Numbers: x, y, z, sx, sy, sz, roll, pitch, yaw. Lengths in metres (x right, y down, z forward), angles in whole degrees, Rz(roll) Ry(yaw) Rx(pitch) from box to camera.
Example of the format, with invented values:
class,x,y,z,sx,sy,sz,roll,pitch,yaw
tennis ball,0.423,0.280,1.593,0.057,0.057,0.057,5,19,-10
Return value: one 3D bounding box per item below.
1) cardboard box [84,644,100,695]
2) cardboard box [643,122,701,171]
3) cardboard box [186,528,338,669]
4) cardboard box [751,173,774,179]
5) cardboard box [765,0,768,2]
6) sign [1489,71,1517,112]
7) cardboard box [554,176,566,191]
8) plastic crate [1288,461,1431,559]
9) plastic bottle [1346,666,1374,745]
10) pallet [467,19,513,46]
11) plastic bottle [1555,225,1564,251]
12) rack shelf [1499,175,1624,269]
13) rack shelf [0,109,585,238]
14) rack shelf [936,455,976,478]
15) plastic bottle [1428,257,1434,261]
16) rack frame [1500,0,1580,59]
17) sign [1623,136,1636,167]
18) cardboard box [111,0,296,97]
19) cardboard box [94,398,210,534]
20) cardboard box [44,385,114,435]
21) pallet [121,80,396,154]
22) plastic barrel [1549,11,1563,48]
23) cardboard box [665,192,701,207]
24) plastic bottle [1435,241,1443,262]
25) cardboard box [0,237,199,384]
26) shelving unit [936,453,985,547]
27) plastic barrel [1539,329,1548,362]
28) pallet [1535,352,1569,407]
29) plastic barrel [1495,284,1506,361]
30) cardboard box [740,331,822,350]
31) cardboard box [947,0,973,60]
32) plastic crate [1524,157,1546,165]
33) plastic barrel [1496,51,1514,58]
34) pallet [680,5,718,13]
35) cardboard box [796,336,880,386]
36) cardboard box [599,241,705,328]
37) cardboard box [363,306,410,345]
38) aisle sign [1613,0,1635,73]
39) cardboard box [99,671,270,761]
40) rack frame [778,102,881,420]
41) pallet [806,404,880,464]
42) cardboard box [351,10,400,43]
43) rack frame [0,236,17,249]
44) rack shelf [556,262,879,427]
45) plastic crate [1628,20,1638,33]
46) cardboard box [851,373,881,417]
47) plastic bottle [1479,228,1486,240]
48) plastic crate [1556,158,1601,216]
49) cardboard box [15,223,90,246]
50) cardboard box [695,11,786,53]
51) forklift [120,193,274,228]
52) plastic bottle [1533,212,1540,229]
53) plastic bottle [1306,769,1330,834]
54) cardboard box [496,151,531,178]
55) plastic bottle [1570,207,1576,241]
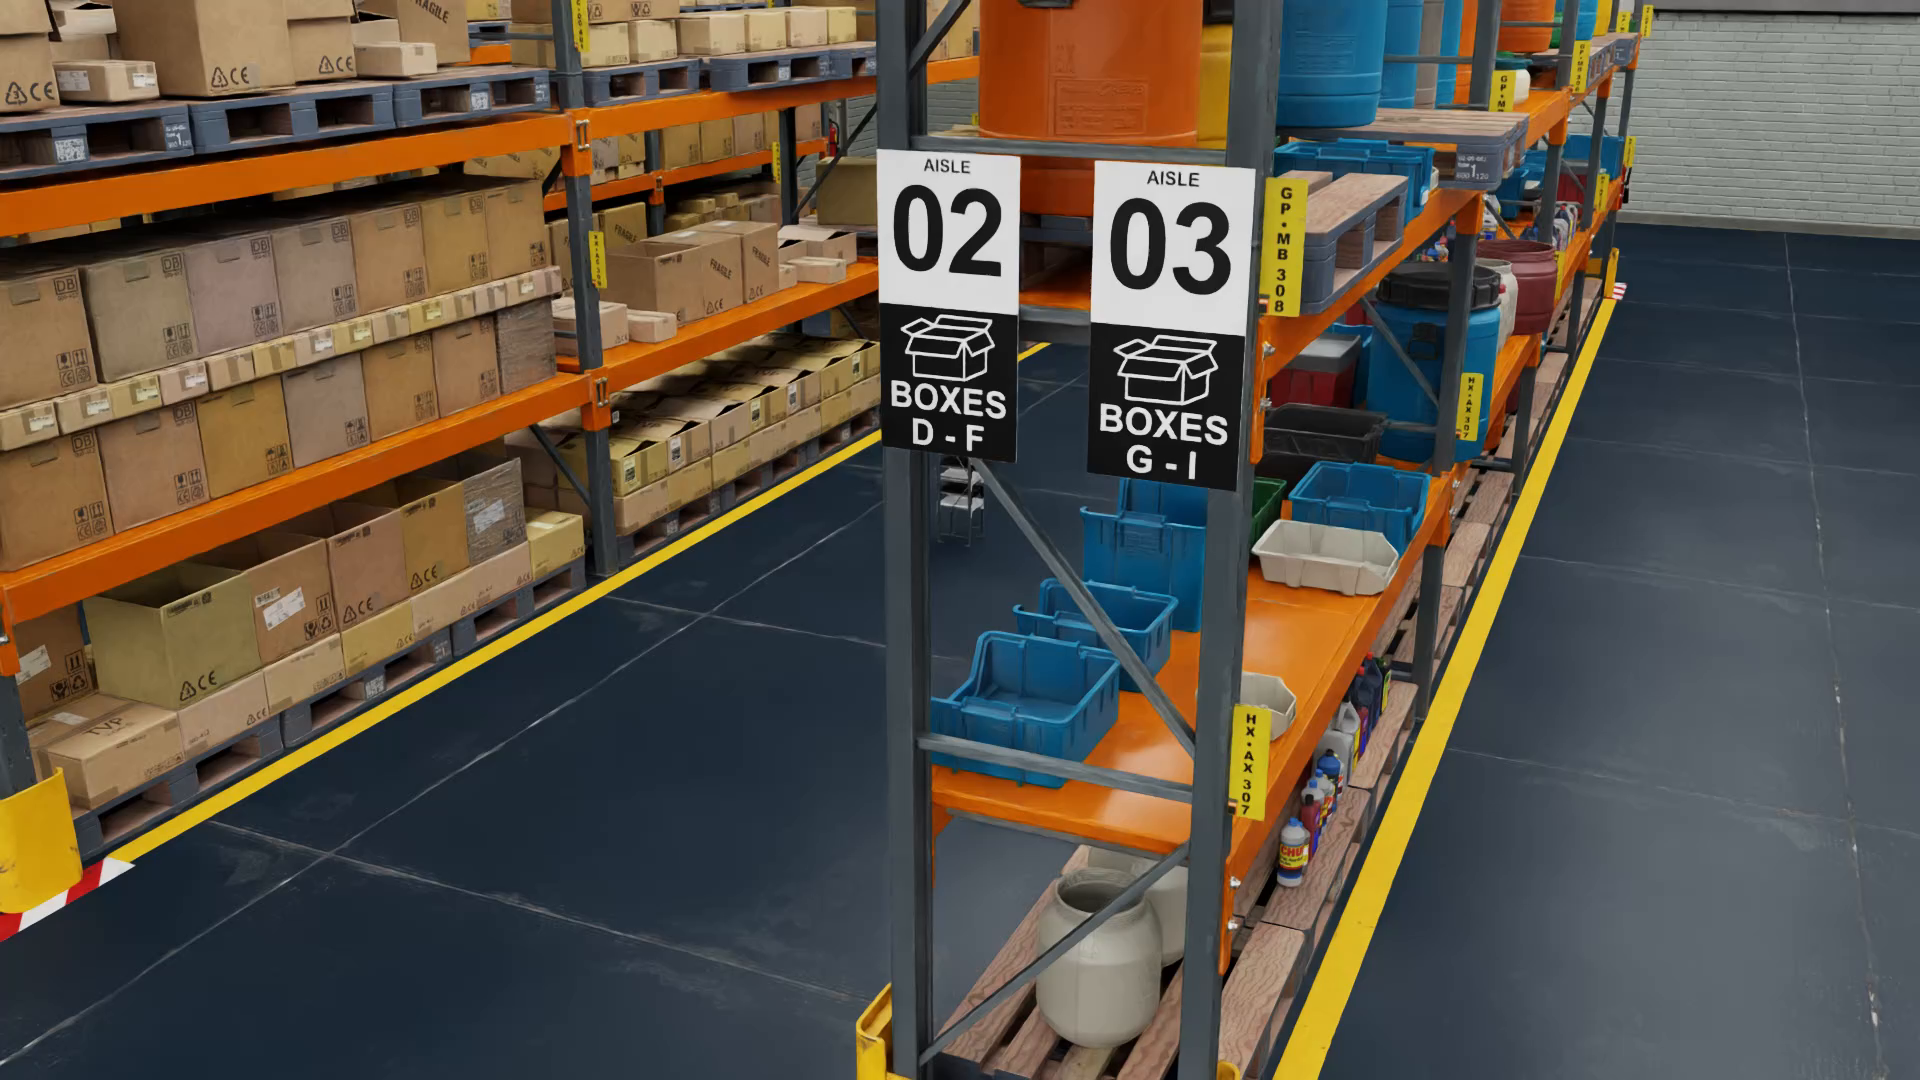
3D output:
class,x,y,z,sx,sy,sz,roll,pitch,yaw
cardboard box,-4.105,0.703,7.992,0.500,0.250,0.500,9,21,23
cardboard box,-3.619,-4.687,19.225,0.980,0.700,0.700,9,21,24
cardboard box,-3.430,0.268,8.097,0.500,0.500,0.500,9,21,23
cardboard box,-2.545,-4.769,22.038,0.380,0.149,0.250,9,21,23
cardboard box,-2.488,-6.773,20.509,0.500,0.250,0.500,8,21,21
sign,2.404,-1.916,7.390,0.100,0.325,0.005,9,21,23
cardboard box,-4.296,-3.749,17.379,0.380,0.149,0.250,8,21,21
plastic crate,1.701,-0.132,7.085,0.499,0.251,0.616,9,21,23
plastic bottle,1.827,0.758,7.657,0.144,0.351,0.185,7,21,20
pallet,-4.823,-5.030,16.442,1.003,0.211,1.213,10,22,25
plastic bottle,4.810,-2.422,13.488,0.152,0.276,0.135,9,21,23
rack shelf,6.001,-3.296,16.833,1.077,0.370,4.000,9,21,23
rack shelf,-3.430,-1.721,7.929,1.077,0.370,4.000,9,21,23
rack shelf,0.003,-0.480,10.806,0.258,0.077,0.200,9,21,23
plastic bottle,3.519,-2.022,12.474,0.097,0.201,0.097,0,20,0
rack frame,3.544,-4.627,10.549,1.000,3.000,0.127,9,21,23
sign,7.329,-4.252,18.206,0.100,0.325,0.005,9,21,23
cardboard box,-3.320,-2.230,7.301,0.500,0.500,0.500,9,21,23
cardboard box,-3.836,-0.385,7.425,0.700,0.500,0.500,9,22,24
cardboard box,-3.786,-0.560,6.949,0.380,0.149,0.250,8,21,21
pallet,-3.438,-1.994,7.755,1.003,0.211,1.213,9,21,23
plastic barrel,4.188,-3.631,11.830,0.294,0.245,0.294,0,20,0
cardboard box,-3.375,-4.148,20.291,0.380,0.149,0.250,8,21,21
plastic bottle,3.639,-2.144,12.714,0.097,0.271,0.097,0,20,0
cardboard box,-3.814,-1.013,7.254,0.700,0.500,0.500,8,21,21
shelving unit,0.003,-0.426,10.825,0.258,0.900,0.210,9,21,23
plastic barrel,4.944,-2.068,14.813,0.600,0.901,0.708,9,21,23
pallet,4.828,-1.479,14.813,1.003,0.211,1.213,9,21,23
plastic barrel,2.976,-1.261,9.834,0.433,0.535,0.433,0,20,0
cardboard box,-1.455,-1.528,13.428,0.500,0.311,0.500,9,22,25
cardboard box,-0.403,-4.394,14.223,0.910,0.500,0.500,9,21,23
plastic crate,6.149,-3.964,17.798,0.416,0.233,0.300,9,21,23
plastic barrel,3.490,-3.058,10.846,0.294,0.245,0.294,0,20,0
pallet,-3.511,-6.003,19.027,1.003,0.211,1.213,9,21,23
cardboard box,-0.963,-1.454,13.220,0.500,0.311,0.500,9,22,24
cardboard box,-2.066,-1.699,11.121,0.500,0.500,0.500,10,22,27
cardboard box,-3.048,-1.111,8.498,0.380,0.149,0.250,9,22,24
aisle sign,7.117,-5.453,17.944,0.394,0.787,0.004,9,21,23
cardboard box,-3.625,0.775,7.789,0.500,0.250,0.500,9,21,23
rack frame,-0.973,-2.481,13.469,1.000,3.000,0.127,9,21,23
pallet,-1.346,-0.921,13.244,1.003,0.211,1.213,9,21,23
cardboard box,-3.279,-2.611,8.654,0.500,0.311,0.500,7,21,20
rack frame,-7.132,-1.937,11.939,1.000,3.000,0.127,9,21,23
rack shelf,-1.792,-1.531,11.870,1.077,0.370,4.000,9,21,23
plastic crate,6.677,-5.219,17.006,0.450,0.188,0.336,9,21,23
cardboard box,-0.966,-1.189,13.313,0.500,0.250,0.500,9,22,24
plastic bottle,4.293,-2.475,13.748,0.097,0.201,0.097,0,20,0
plastic crate,5.777,-3.320,15.643,0.402,0.464,0.583,9,21,23
cardboard box,-6.892,-2.342,12.273,0.700,0.500,0.500,9,21,23
cardboard box,-1.550,-3.539,11.564,0.500,0.250,0.500,8,21,22
forklift,-5.385,-1.615,11.136,3.031,2.935,1.130,2,20,7
plastic bottle,4.897,-2.637,13.982,0.144,0.351,0.185,9,21,23
plastic bottle,1.476,1.077,6.880,0.097,0.271,0.097,0,20,0
cardboard box,-4.634,-3.780,16.499,0.500,0.500,0.500,8,21,22
plastic bottle,5.263,-2.726,14.332,0.061,0.283,0.133,9,21,23
